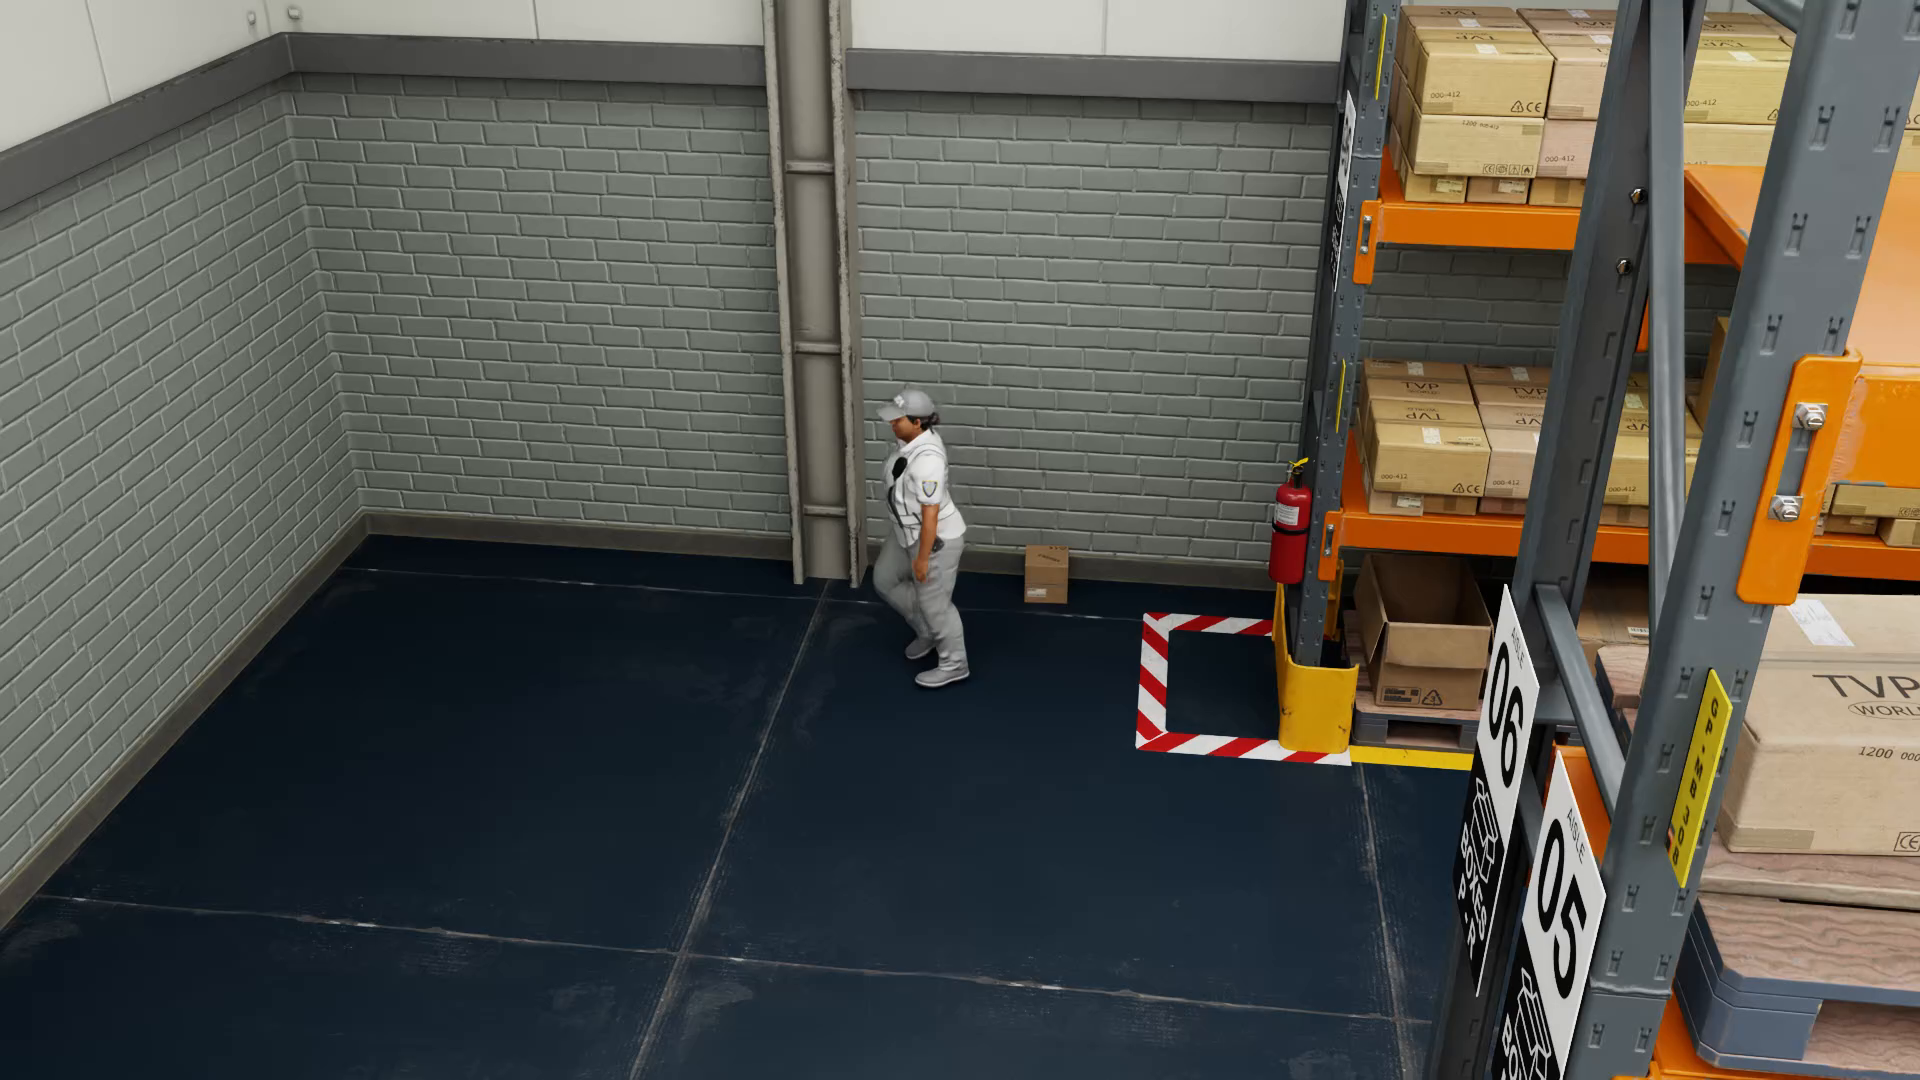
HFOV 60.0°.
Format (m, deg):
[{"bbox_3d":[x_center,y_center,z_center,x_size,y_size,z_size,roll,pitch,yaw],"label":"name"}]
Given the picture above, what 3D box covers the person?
[{"bbox_3d":[-0.201,-0.009,8.612,0.437,1.656,0.505,-9,30,-16],"label":"person"}]
